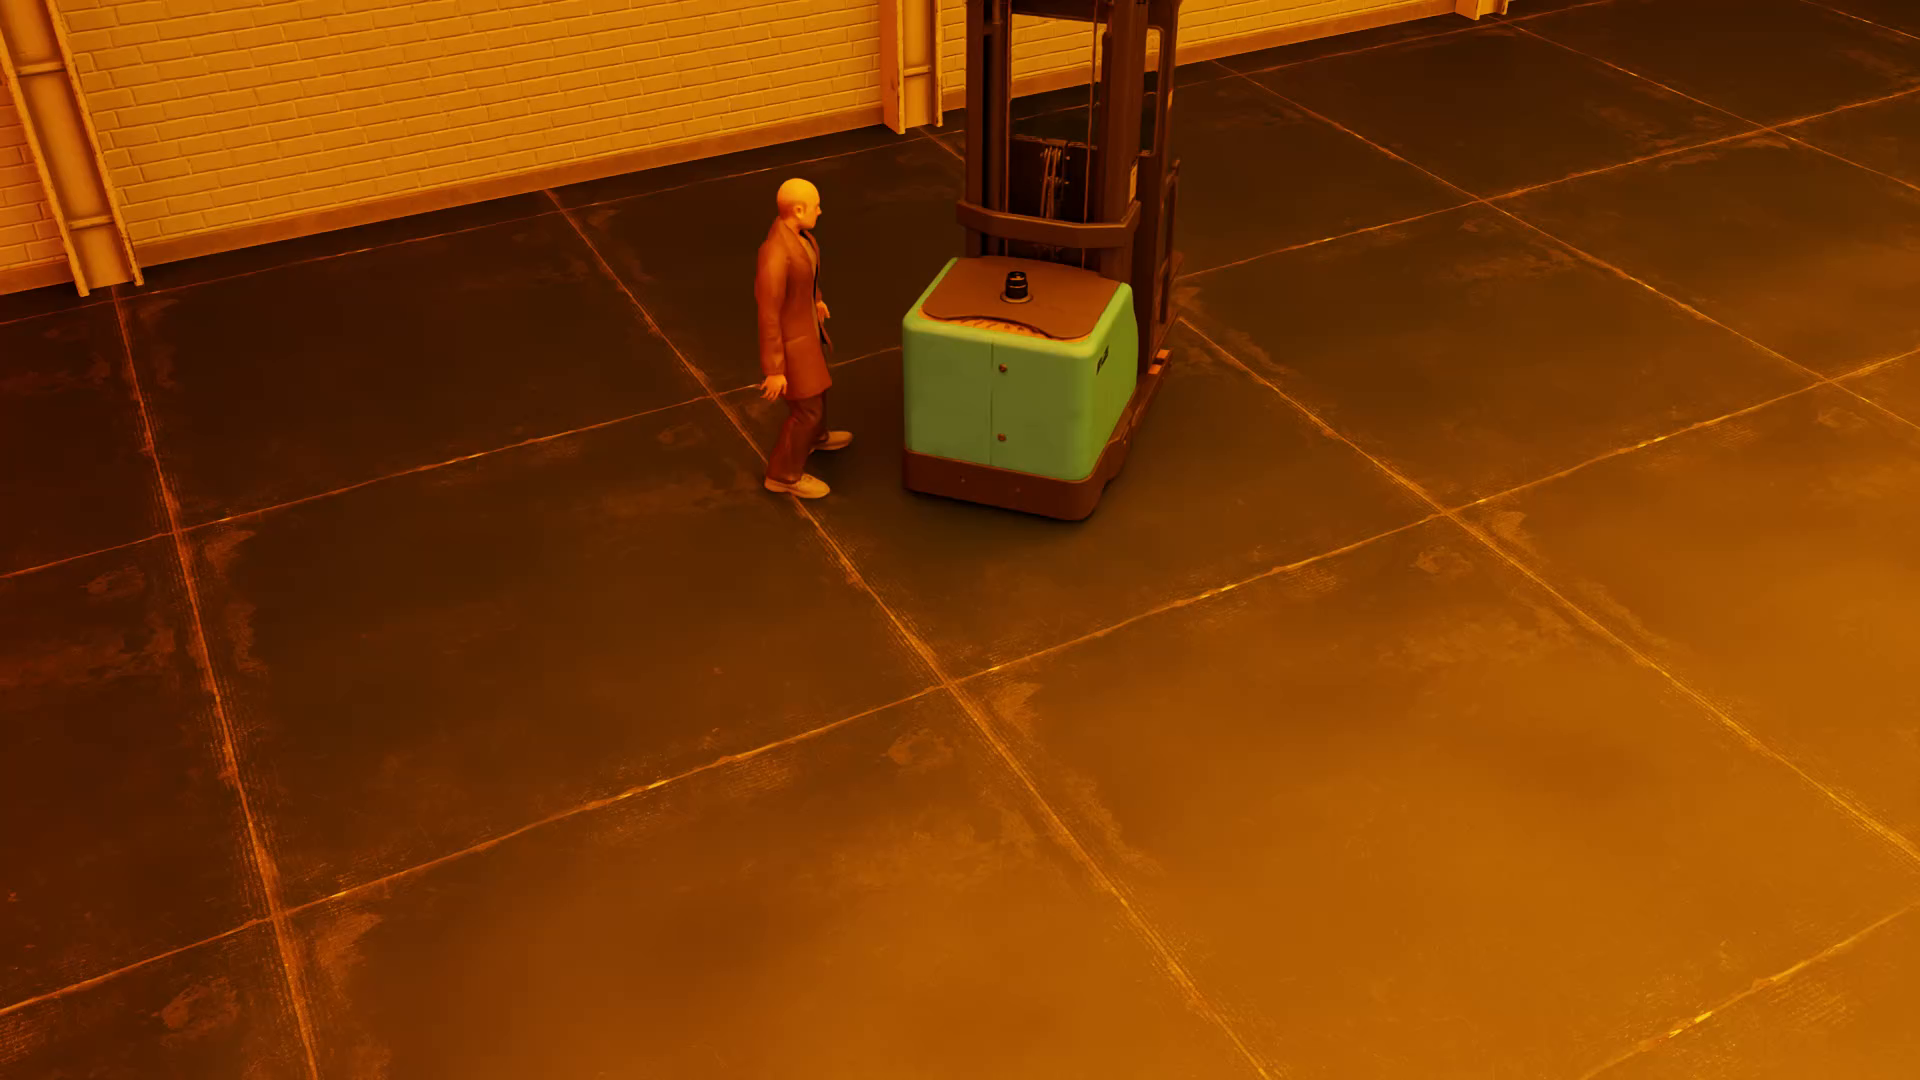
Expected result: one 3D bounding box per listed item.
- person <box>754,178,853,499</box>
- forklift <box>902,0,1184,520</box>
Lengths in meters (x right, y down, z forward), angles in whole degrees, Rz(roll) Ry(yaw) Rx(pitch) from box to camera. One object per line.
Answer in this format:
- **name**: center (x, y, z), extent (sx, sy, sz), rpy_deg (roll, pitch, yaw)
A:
- **person**: center (-0.844, -1.050, 8.634), extent (0.430, 1.752, 0.849), rpy_deg (2, 35, 3)
- **forklift**: center (0.654, -2.147, 9.161), extent (1.130, 2.935, 3.031), rpy_deg (11, 37, 16)
